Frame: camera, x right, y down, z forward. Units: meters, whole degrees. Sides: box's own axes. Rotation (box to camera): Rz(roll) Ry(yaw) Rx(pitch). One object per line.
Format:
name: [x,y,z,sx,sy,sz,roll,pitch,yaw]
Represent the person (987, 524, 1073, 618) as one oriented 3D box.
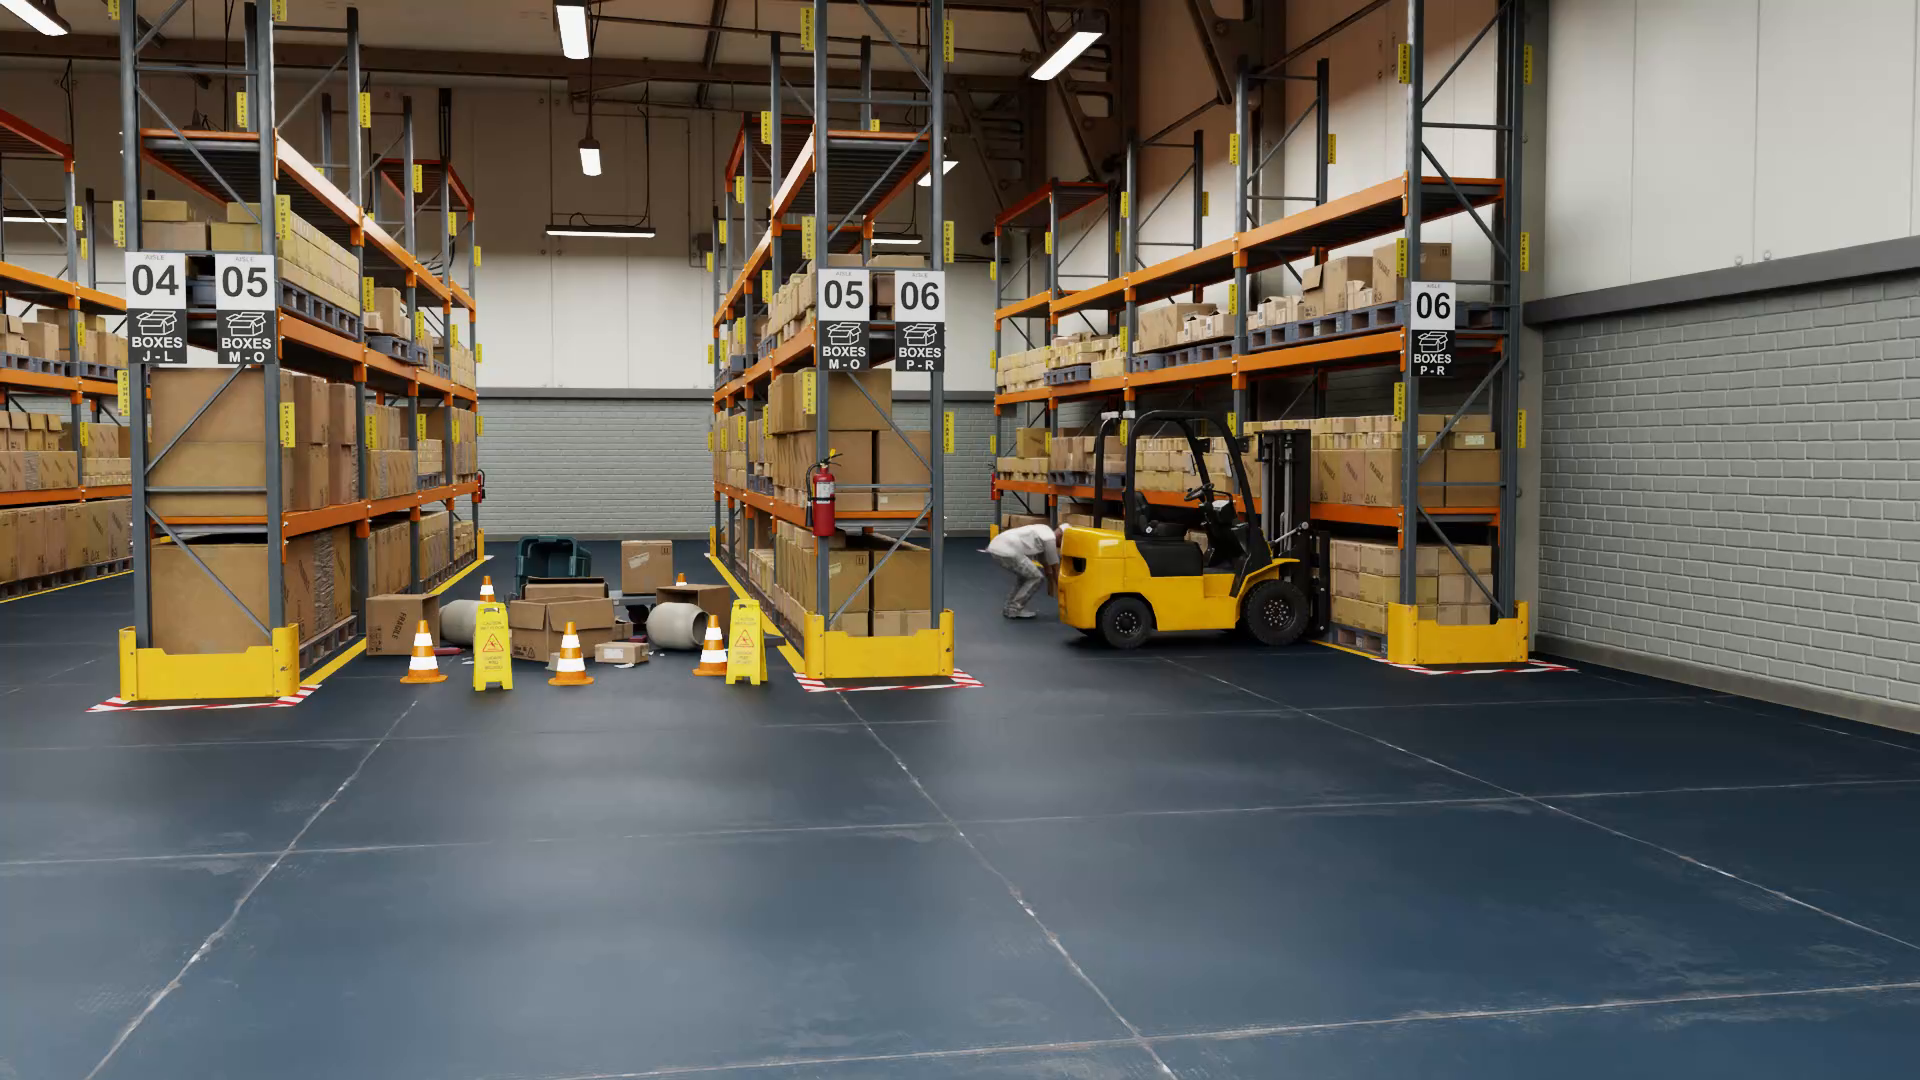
person: [0.788,0.327,18.061,0.976,1.005,0.545,-1,3,-14]
